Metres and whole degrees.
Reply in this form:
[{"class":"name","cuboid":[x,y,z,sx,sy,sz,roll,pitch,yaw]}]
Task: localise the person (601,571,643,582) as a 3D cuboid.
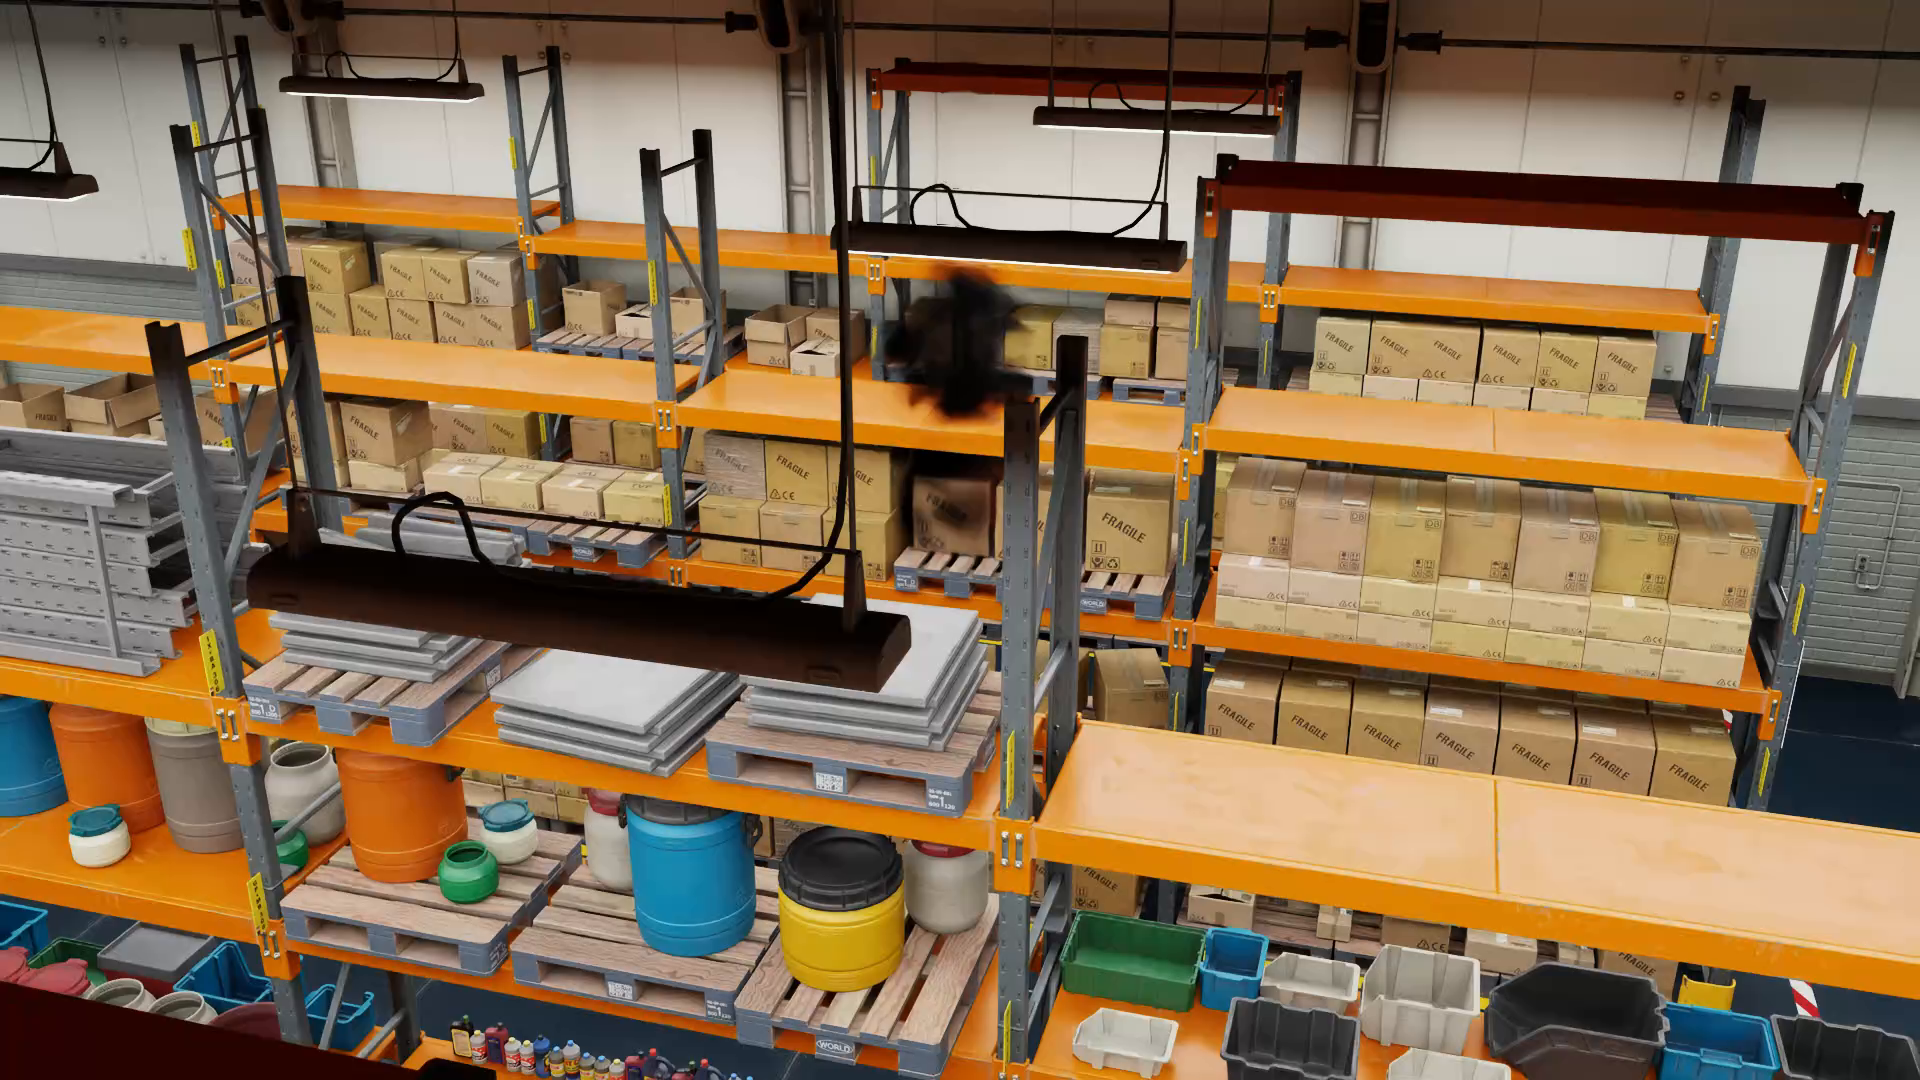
[{"class":"person","cuboid":[-3.327,0.923,16.305,0.900,1.769,0.711,4,23,9]}]
